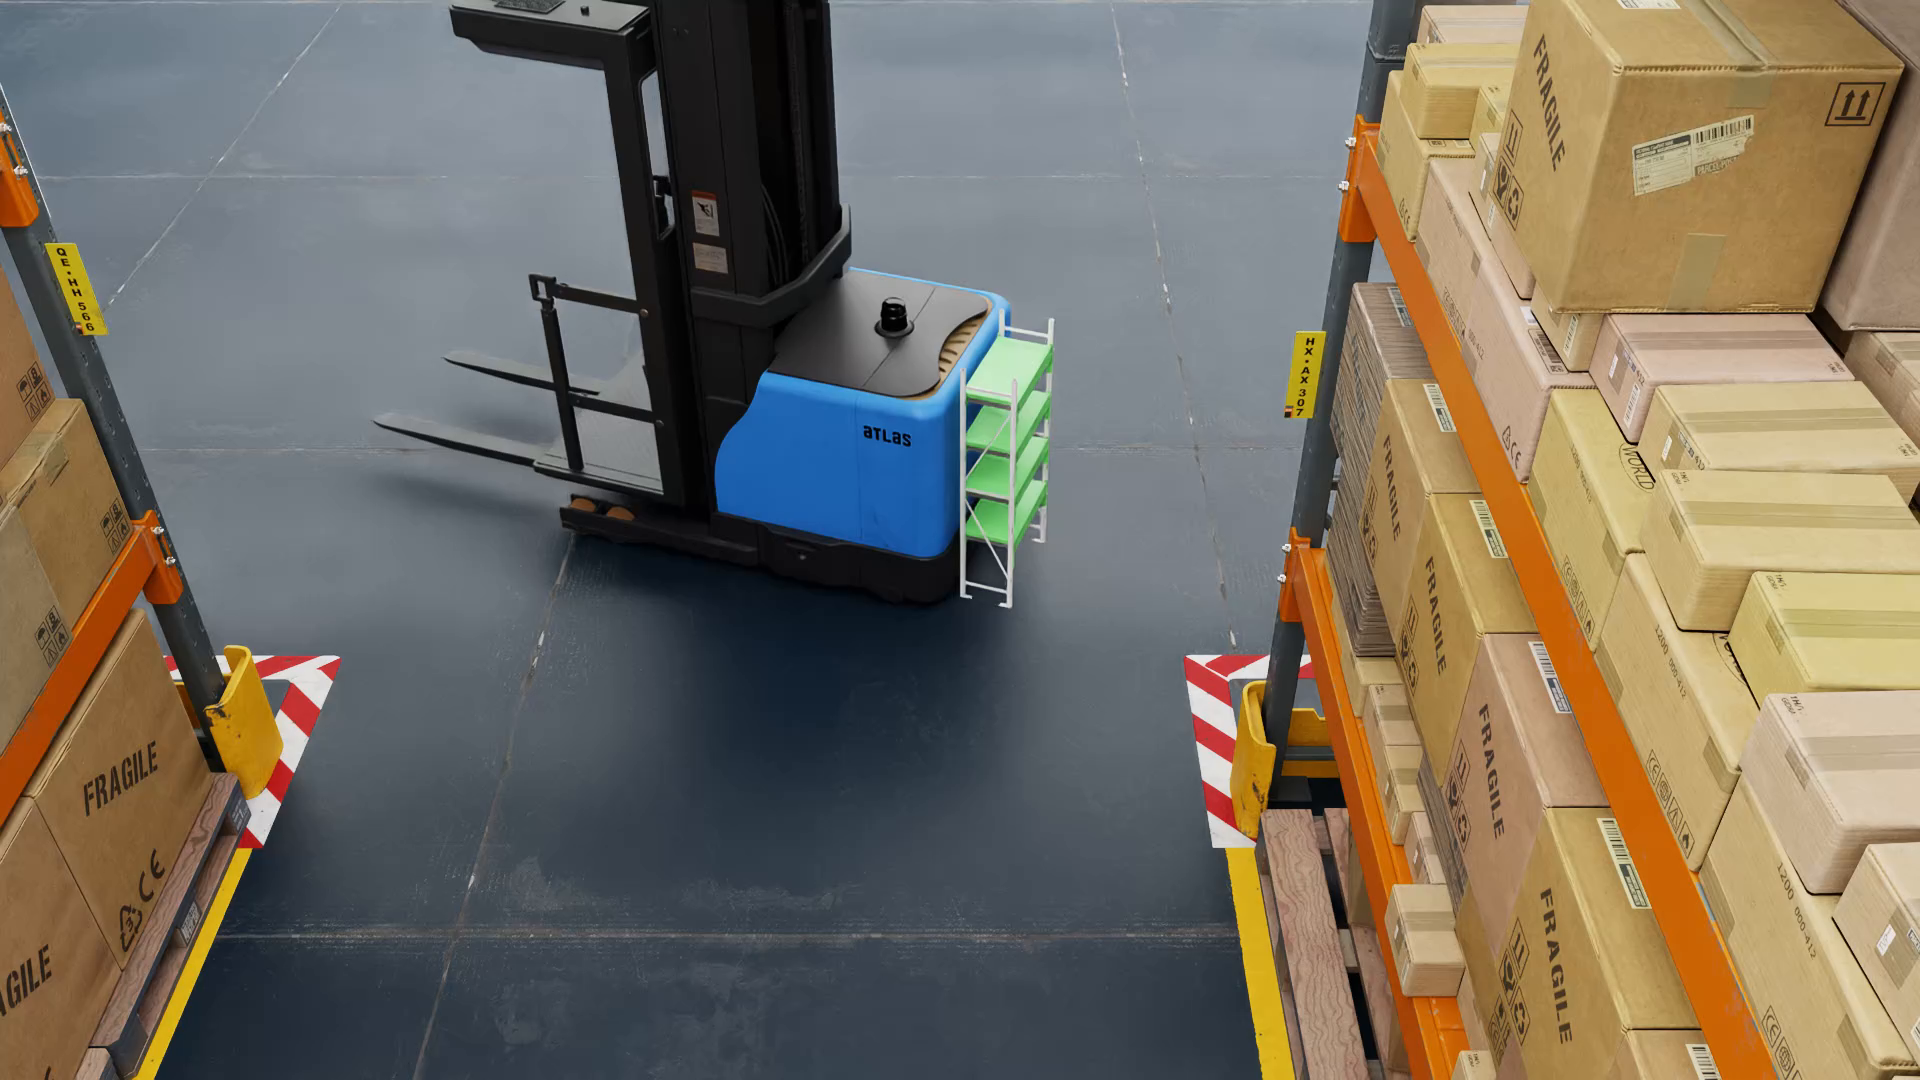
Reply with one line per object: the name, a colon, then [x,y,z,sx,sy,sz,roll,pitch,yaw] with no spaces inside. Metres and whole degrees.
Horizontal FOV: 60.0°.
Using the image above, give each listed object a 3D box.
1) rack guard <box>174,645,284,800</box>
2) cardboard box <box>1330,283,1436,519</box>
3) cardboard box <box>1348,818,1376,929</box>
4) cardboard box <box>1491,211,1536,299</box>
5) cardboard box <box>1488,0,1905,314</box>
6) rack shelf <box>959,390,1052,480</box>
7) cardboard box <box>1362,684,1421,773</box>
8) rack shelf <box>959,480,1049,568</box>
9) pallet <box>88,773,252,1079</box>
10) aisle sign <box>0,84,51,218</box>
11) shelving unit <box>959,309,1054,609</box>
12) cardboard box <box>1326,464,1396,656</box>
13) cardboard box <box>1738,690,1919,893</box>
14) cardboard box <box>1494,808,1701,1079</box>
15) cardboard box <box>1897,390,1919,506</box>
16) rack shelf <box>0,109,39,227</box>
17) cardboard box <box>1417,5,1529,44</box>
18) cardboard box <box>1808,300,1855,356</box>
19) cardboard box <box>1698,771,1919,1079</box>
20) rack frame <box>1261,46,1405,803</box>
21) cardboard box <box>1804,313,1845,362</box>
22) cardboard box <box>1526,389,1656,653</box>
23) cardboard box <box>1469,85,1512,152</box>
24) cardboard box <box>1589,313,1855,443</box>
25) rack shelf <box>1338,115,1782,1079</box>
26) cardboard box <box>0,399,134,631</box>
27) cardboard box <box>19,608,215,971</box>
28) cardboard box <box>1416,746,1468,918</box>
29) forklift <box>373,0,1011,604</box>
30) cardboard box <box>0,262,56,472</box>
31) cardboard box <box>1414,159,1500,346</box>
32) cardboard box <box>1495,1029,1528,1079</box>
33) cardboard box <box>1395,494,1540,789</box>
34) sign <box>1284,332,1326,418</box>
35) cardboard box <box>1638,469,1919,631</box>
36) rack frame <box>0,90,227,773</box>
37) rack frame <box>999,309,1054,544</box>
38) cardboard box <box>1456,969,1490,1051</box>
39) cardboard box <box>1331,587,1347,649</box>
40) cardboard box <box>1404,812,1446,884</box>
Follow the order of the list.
rack guard: [-3.313,0.713,6.461,1.175,0.500,0.348,0,39,0]
cardboard box: [1.375,-0.389,4.719,0.500,0.500,0.500,0,39,0]
cardboard box: [1.631,1.014,5.749,0.500,0.500,0.500,7,39,8]
cardboard box: [1.368,-0.641,3.553,0.380,0.149,0.250,0,39,0]
cardboard box: [1.379,-0.780,3.208,0.500,0.500,0.500,0,39,0]
rack shelf: [0.198,-0.475,7.101,0.258,0.148,0.480,13,40,15]
cardboard box: [1.396,0.558,4.857,0.380,0.149,0.250,0,39,0]
rack shelf: [0.198,-0.100,7.401,0.258,0.148,0.480,13,40,15]
pallet: [-3.234,1.341,5.908,1.003,0.211,1.213,0,39,0]
aisle sign: [-3.013,-1.307,4.903,0.394,0.787,0.004,0,39,0]
shelving unit: [0.198,-0.337,7.211,0.258,1.200,0.503,13,40,15]
cardboard box: [1.620,0.001,5.032,0.875,0.500,0.500,0,39,0]
cardboard box: [1.340,0.346,2.322,0.380,0.149,0.250,-1,39,-1]
cardboard box: [1.374,0.862,3.159,0.500,0.500,0.500,0,39,0]
cardboard box: [1.886,-0.134,2.921,0.380,0.149,0.250,1,39,1]
rack shelf: [-3.311,0.113,3.386,1.077,0.370,4.000,0,39,0]
cardboard box: [1.416,-1.283,4.355,0.380,0.149,0.250,0,39,0]
cardboard box: [1.954,-0.468,3.338,0.380,0.149,0.250,-2,39,-2]
cardboard box: [1.400,0.590,2.336,0.500,0.250,0.500,1,39,1]
rack frame: [1.647,-0.188,5.586,1.000,3.000,0.127,0,39,0]
cardboard box: [1.897,-0.366,3.529,0.500,0.250,0.500,1,39,1]
cardboard box: [1.398,-0.041,3.123,0.500,0.250,0.500,1,39,1]
cardboard box: [1.443,-0.963,3.956,0.380,0.149,0.250,-1,39,-1]
cardboard box: [1.430,-0.314,3.145,0.380,0.149,0.250,0,39,-1]
rack shelf: [1.649,0.173,3.312,1.077,0.370,4.000,0,39,0]
cardboard box: [-3.267,-0.074,5.324,0.875,0.550,0.550,0,39,0]
cardboard box: [-3.246,0.842,5.664,0.875,0.875,0.875,0,39,0]
cardboard box: [1.698,0.626,4.252,0.875,0.500,0.500,0,39,0]
forklift: [-1.331,-1.426,7.185,3.031,2.935,1.130,13,40,15]
cardboard box: [-3.351,-0.495,4.986,0.875,0.550,0.550,0,39,0]
cardboard box: [1.396,-0.676,3.916,0.500,0.250,0.500,-1,39,-1]
cardboard box: [1.646,1.252,3.472,0.875,0.500,0.500,0,39,0]
cardboard box: [1.371,0.236,3.939,0.500,0.500,0.500,0,39,0]
sign: [1.104,-0.525,5.315,0.100,0.325,0.005,0,39,0]
cardboard box: [1.356,0.019,2.730,0.380,0.149,0.250,2,39,2]
rack frame: [-3.313,-0.248,5.660,1.000,3.000,0.127,0,39,0]
rack frame: [0.281,-0.481,7.391,0.240,1.200,0.015,13,40,15]
cardboard box: [1.447,1.183,4.076,0.380,0.149,0.250,0,39,0]
cardboard box: [1.390,0.245,5.247,0.380,0.149,0.250,0,39,0]
cardboard box: [1.417,0.870,4.466,0.380,0.149,0.250,0,39,0]
